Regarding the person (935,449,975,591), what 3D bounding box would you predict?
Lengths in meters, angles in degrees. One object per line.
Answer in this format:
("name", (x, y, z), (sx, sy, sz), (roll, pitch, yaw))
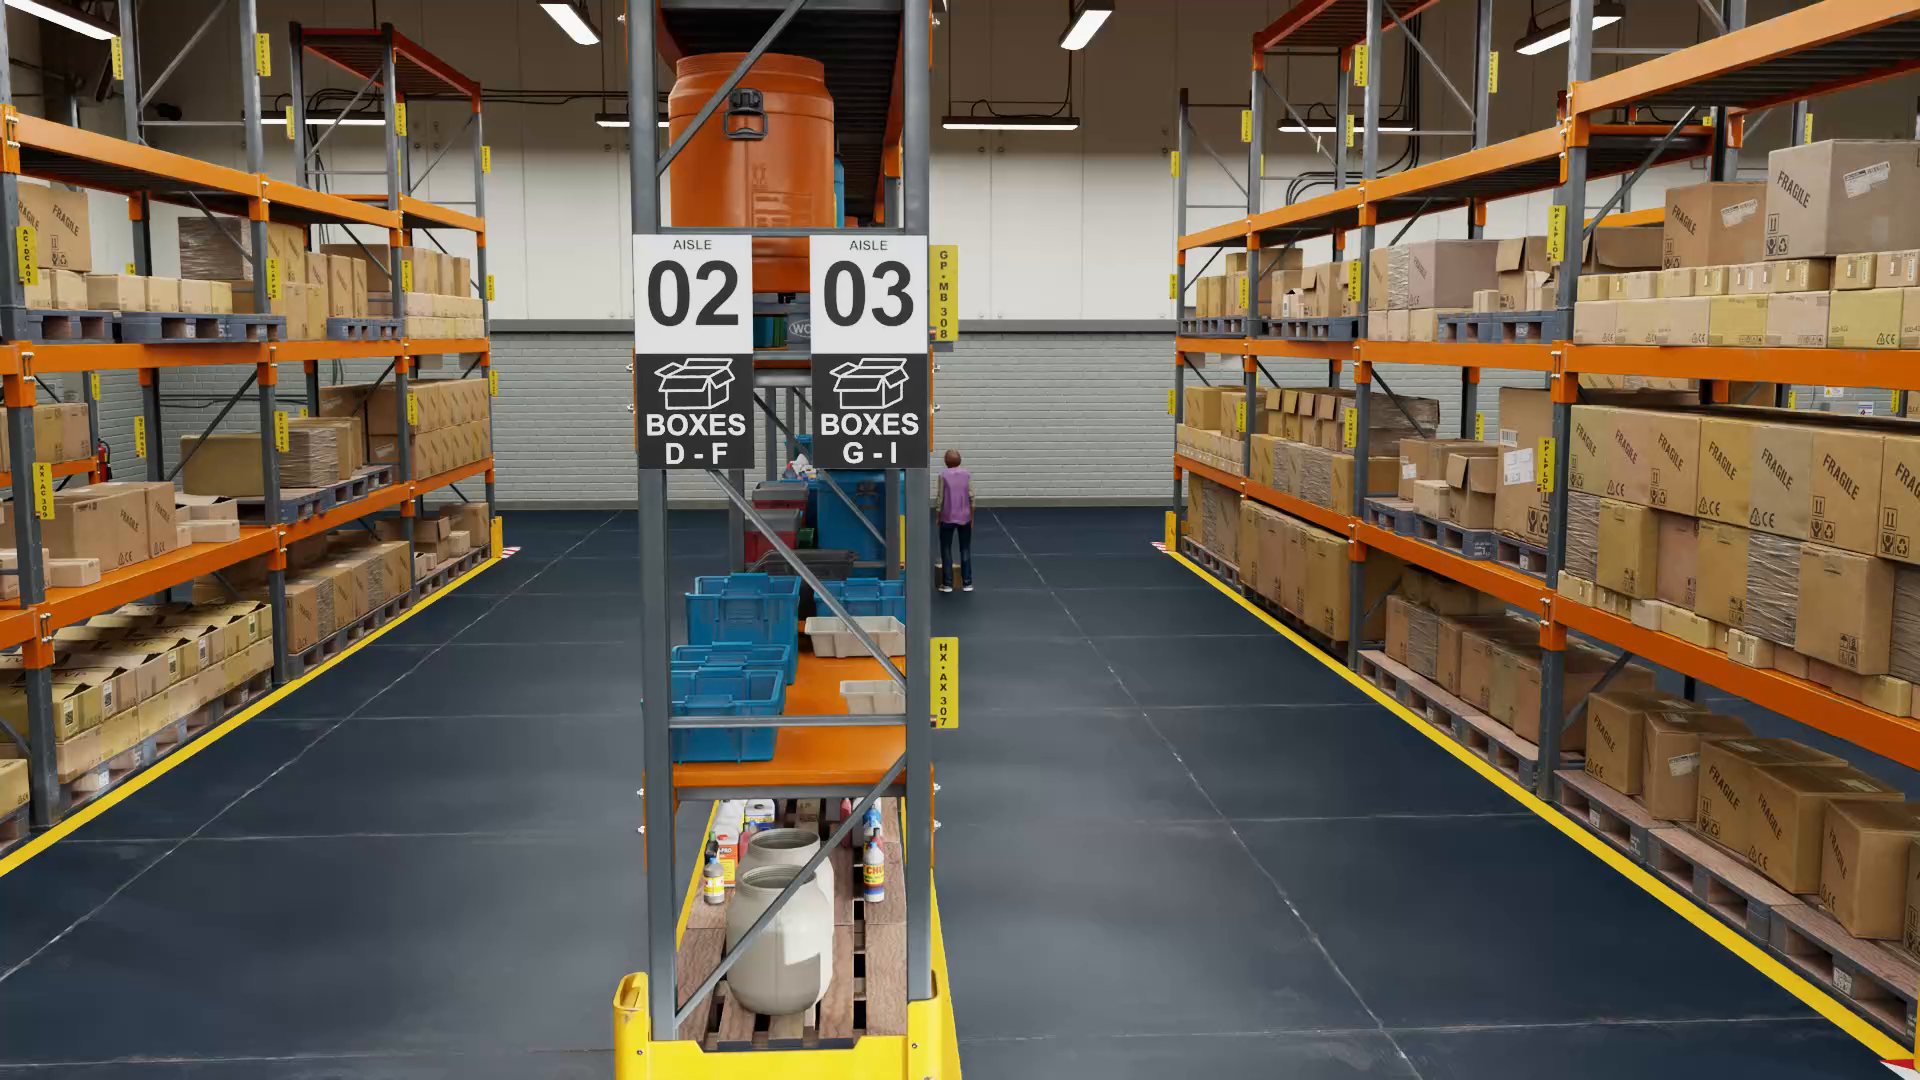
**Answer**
("person", (-0.058, -0.164, 18.547), (0.458, 1.489, 0.345), (-2, 7, -14))
